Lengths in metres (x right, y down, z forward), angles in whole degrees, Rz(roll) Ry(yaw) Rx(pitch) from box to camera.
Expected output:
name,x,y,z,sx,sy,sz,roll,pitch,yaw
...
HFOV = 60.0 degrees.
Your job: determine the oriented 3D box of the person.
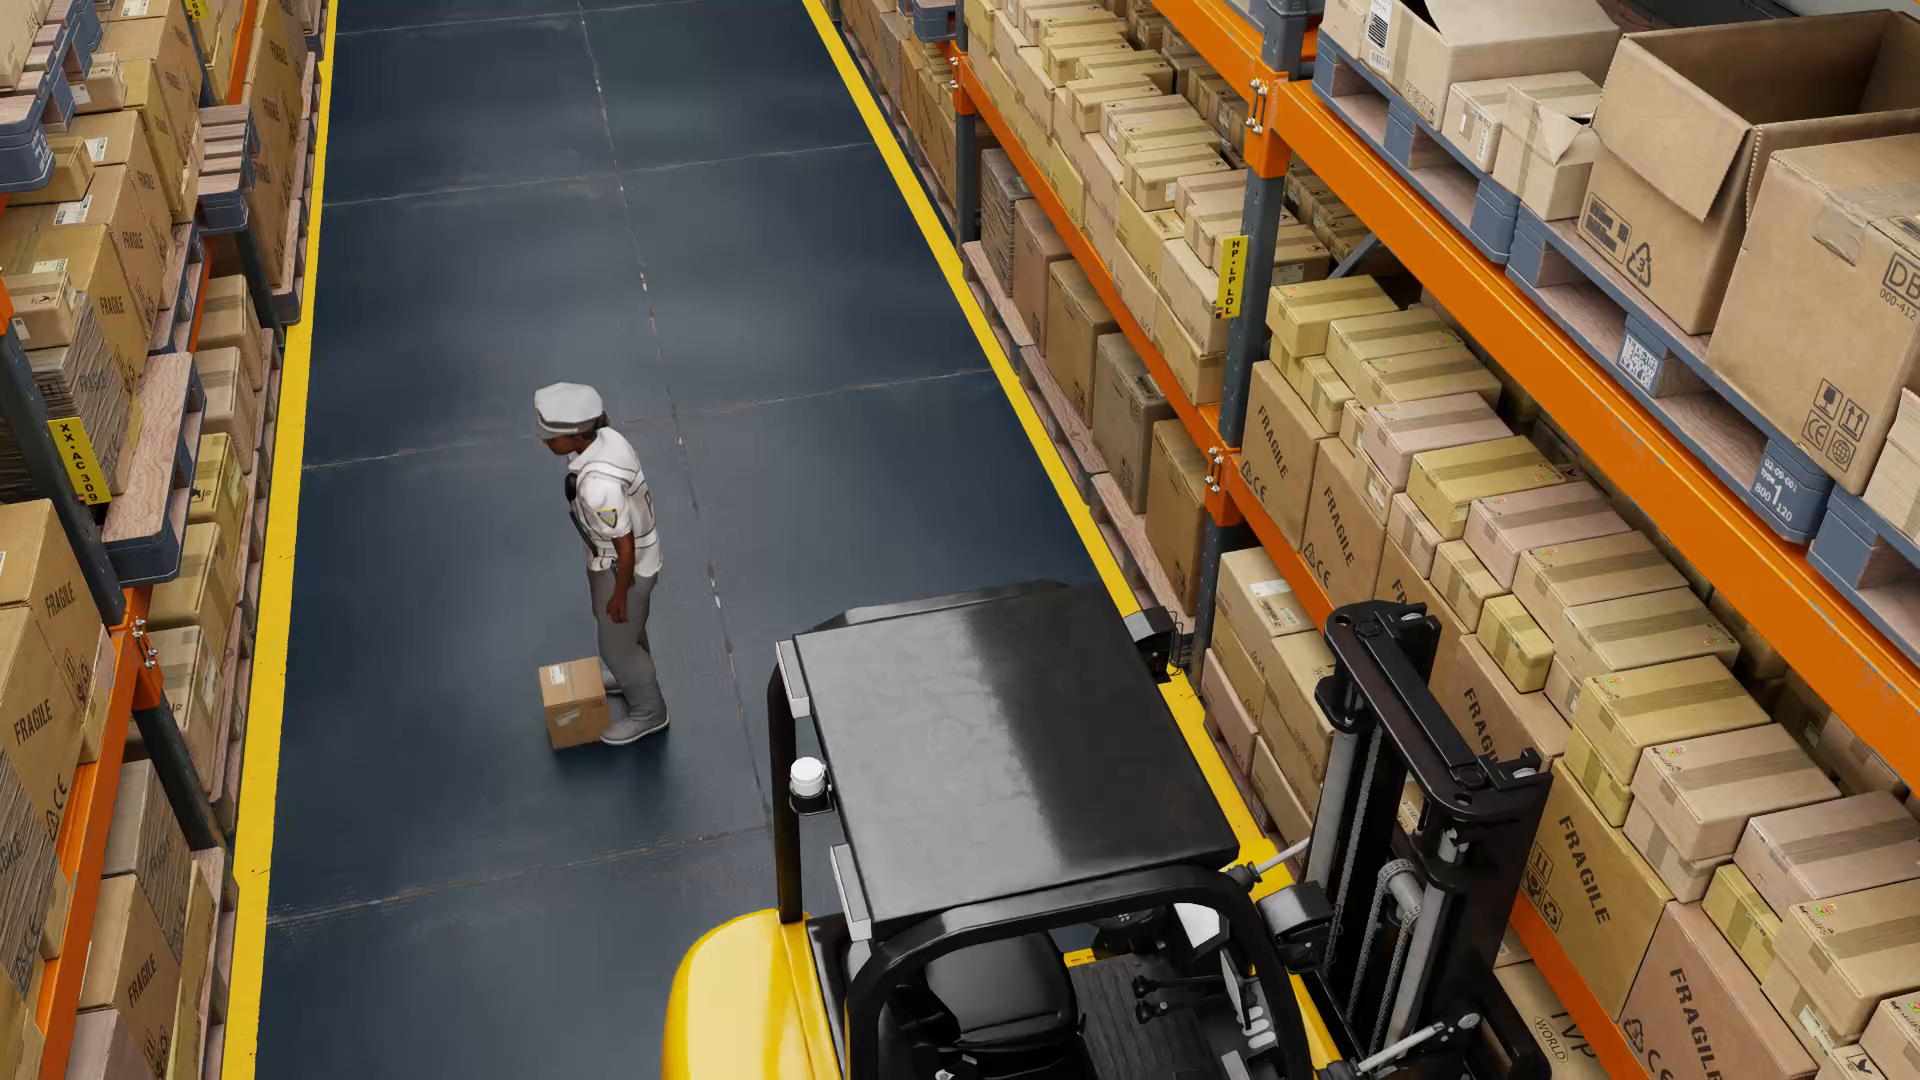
name,x,y,z,sx,sy,sz,roll,pitch,yaw
person,-1.386,0.088,6.604,0.395,1.657,0.521,-12,40,-14
